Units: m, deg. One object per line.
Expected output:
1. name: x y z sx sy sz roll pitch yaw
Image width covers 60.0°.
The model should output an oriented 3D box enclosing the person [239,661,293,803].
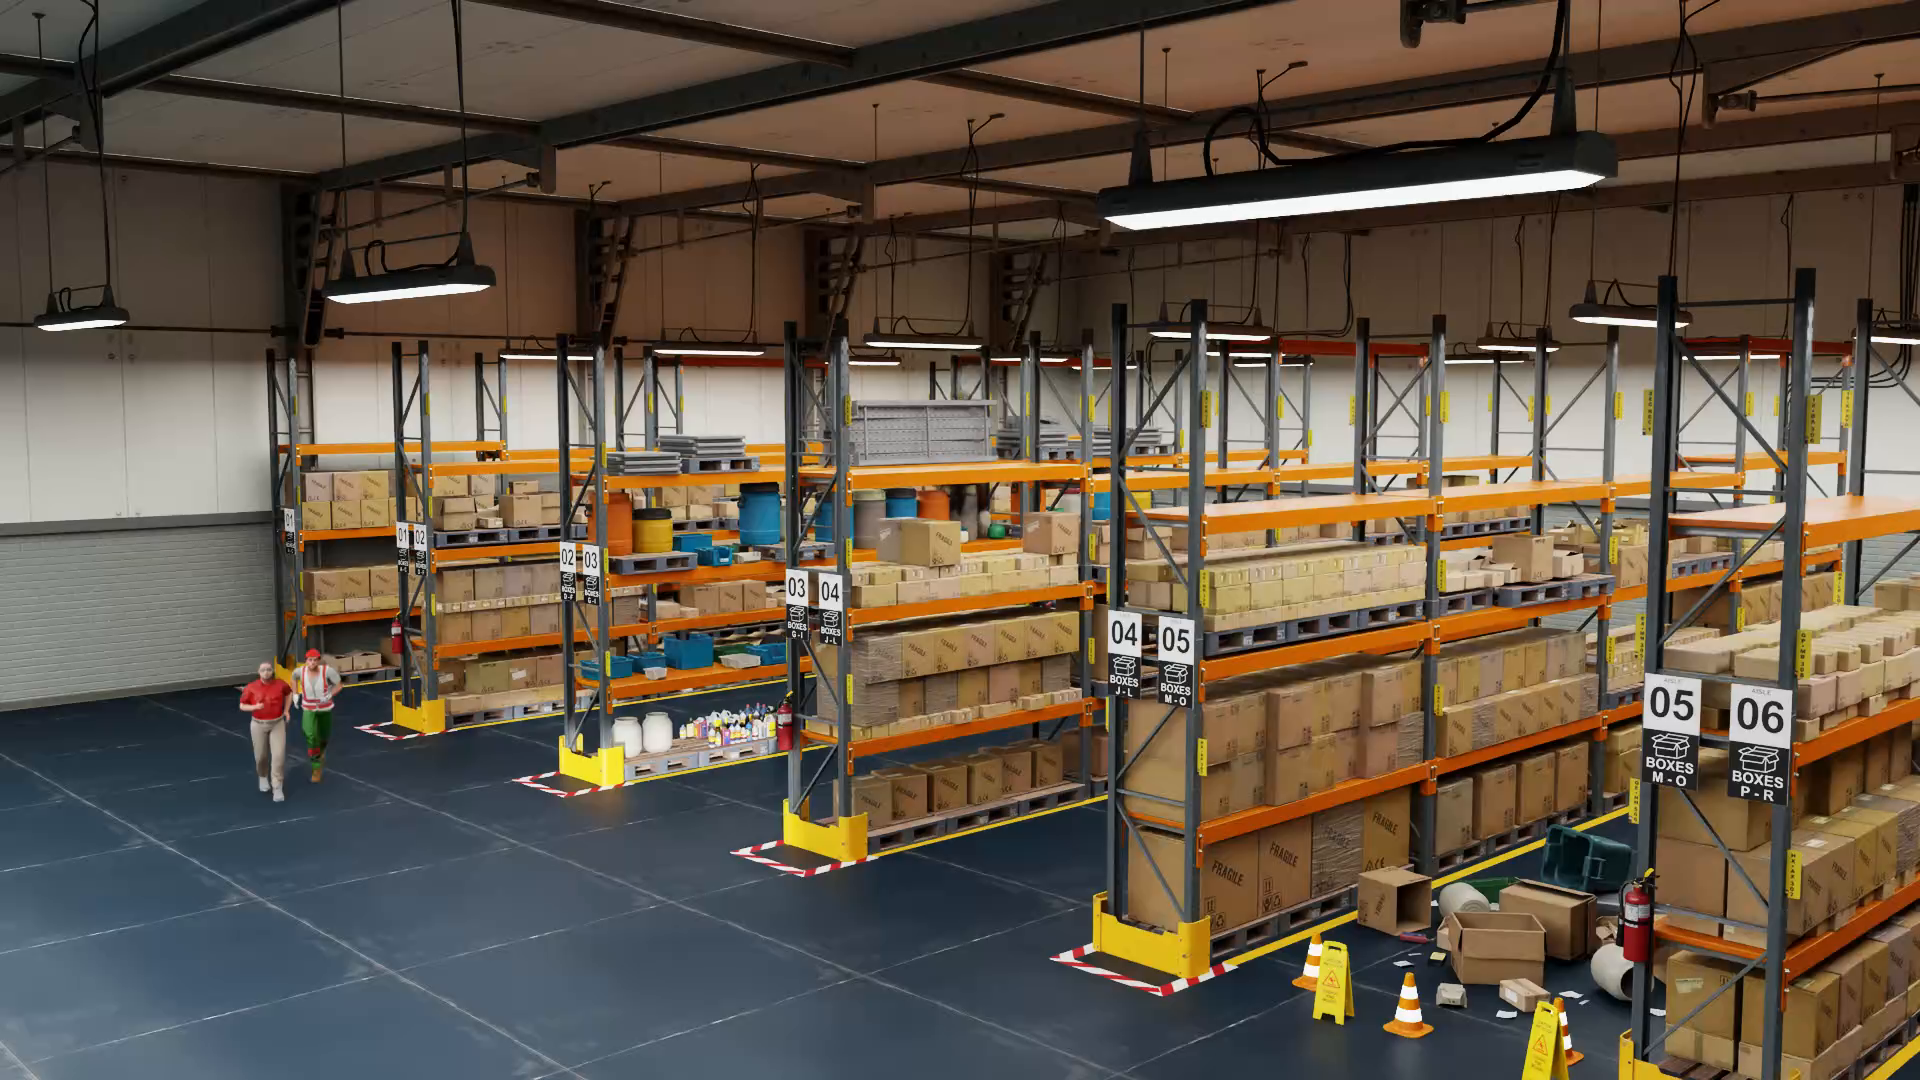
1. person: -8.910 2.433 21.404 0.653 1.752 0.898 -2 5 -25

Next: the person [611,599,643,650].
1. person: -6.045 1.674 30.253 0.684 1.775 0.761 4 6 36

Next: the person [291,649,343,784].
1. person: -8.752 2.331 22.652 0.660 1.777 1.130 -2 5 -20
